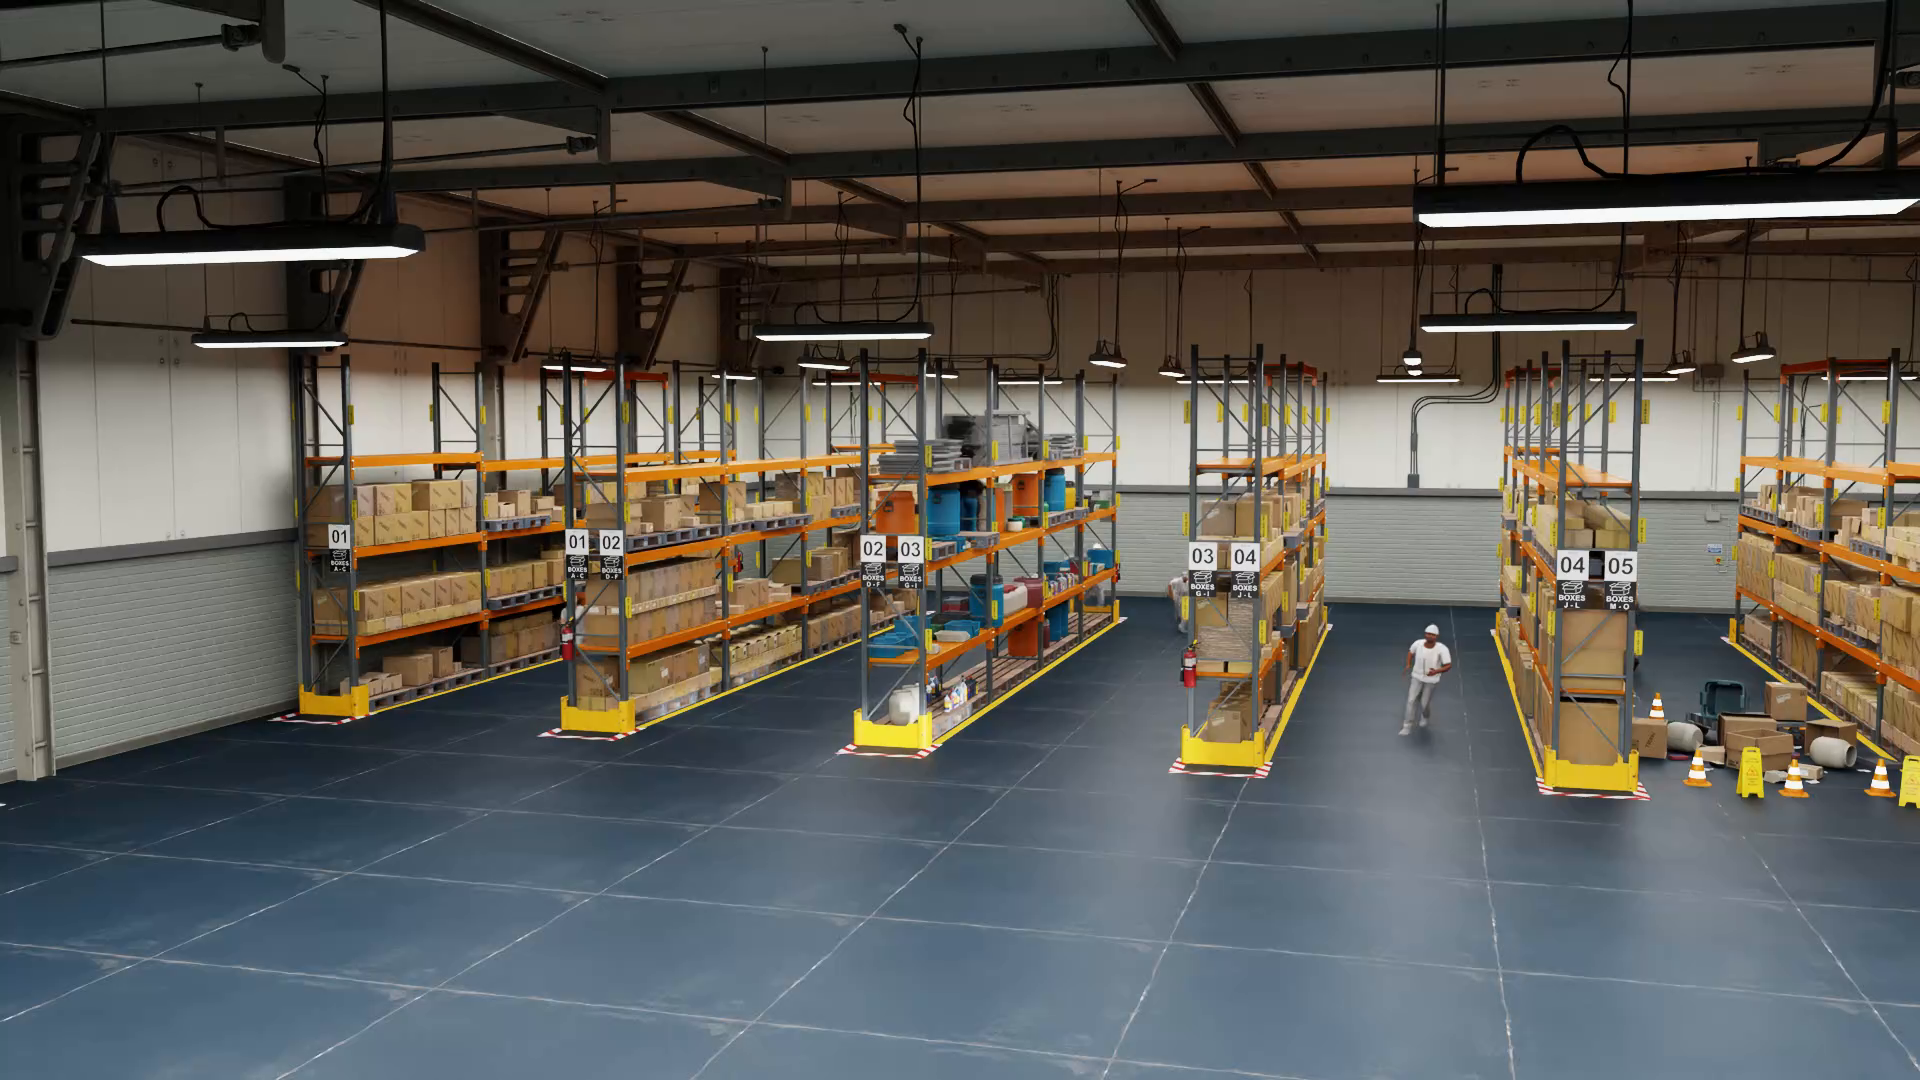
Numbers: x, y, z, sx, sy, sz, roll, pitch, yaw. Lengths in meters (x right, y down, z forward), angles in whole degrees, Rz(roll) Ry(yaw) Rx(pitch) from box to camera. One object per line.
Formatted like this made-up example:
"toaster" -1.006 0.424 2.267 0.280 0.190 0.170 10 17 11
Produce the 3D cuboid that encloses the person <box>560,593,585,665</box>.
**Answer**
"person" -7.229 1.827 31.257 0.505 1.713 0.818 1 4 10

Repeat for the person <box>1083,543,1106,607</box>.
"person" 3.424 0.969 41.719 0.680 1.772 0.967 -4 6 -43

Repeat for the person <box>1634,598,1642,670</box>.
"person" 13.053 1.727 32.542 0.651 1.689 0.882 0 4 3

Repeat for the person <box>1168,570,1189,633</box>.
"person" 5.100 1.408 38.307 0.623 1.478 0.895 0 4 -6

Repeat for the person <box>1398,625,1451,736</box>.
"person" 7.300 2.171 26.010 0.742 1.717 0.944 2 5 28
